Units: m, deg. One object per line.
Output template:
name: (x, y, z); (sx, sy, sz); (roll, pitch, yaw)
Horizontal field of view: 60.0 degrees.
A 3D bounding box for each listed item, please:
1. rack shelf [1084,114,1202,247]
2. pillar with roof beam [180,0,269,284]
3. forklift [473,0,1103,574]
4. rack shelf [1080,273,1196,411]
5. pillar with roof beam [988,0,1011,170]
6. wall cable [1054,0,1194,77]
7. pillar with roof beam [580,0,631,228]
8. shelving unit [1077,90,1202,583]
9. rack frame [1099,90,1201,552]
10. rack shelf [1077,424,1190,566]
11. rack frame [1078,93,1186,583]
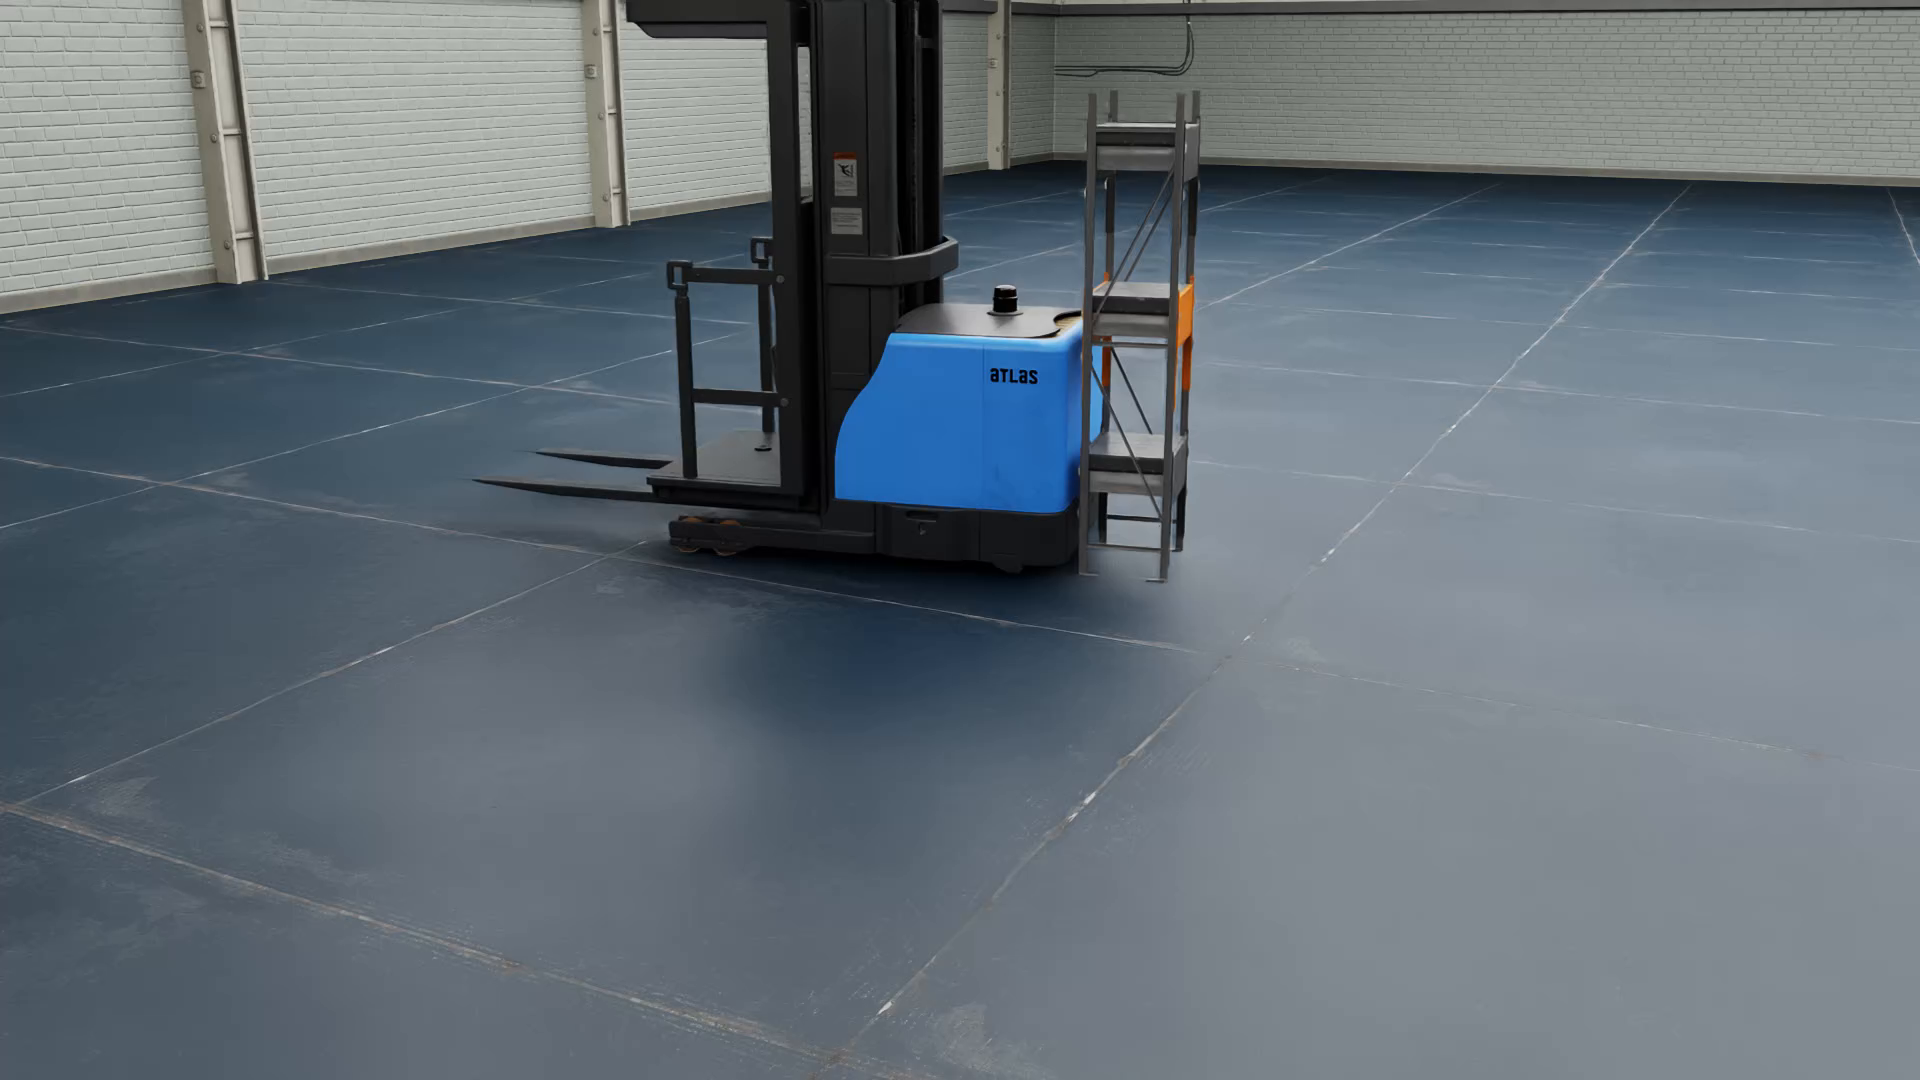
rack shelf: (0.791, -1.556, 7.166); (0.431, 0.518, 0.480); (4, 17, 15)
pillar with roof beam: (-3.440, -6.402, 13.775); (9.100, 9.000, 0.400); (8, 18, 25)
forklift: (-0.869, -1.468, 7.821); (3.031, 2.935, 1.130); (4, 17, 15)
rack shelf: (0.791, -0.885, 7.365); (0.431, 0.518, 0.480); (4, 17, 15)
pillar with roof beam: (4.603, -10.987, 29.211); (9.100, 9.000, 0.400); (8, 18, 25)
wall cable: (3.251, -10.629, 33.458); (3.097, 2.526, 0.112); (8, 18, 25)
pillar with roof beam: (-0.759, -7.931, 18.920); (9.100, 9.000, 0.400); (8, 18, 25)
shelving unit: (0.791, -0.898, 7.361); (0.431, 2.100, 0.503); (4, 17, 15)
rack frame: (0.856, -0.965, 7.587); (0.400, 2.100, 0.015); (4, 17, 15)
rack shelf: (0.791, -0.214, 7.564); (0.431, 0.518, 0.480); (4, 17, 15)
rack frame: (0.727, -0.831, 7.136); (0.400, 2.100, 0.015); (4, 17, 15)
